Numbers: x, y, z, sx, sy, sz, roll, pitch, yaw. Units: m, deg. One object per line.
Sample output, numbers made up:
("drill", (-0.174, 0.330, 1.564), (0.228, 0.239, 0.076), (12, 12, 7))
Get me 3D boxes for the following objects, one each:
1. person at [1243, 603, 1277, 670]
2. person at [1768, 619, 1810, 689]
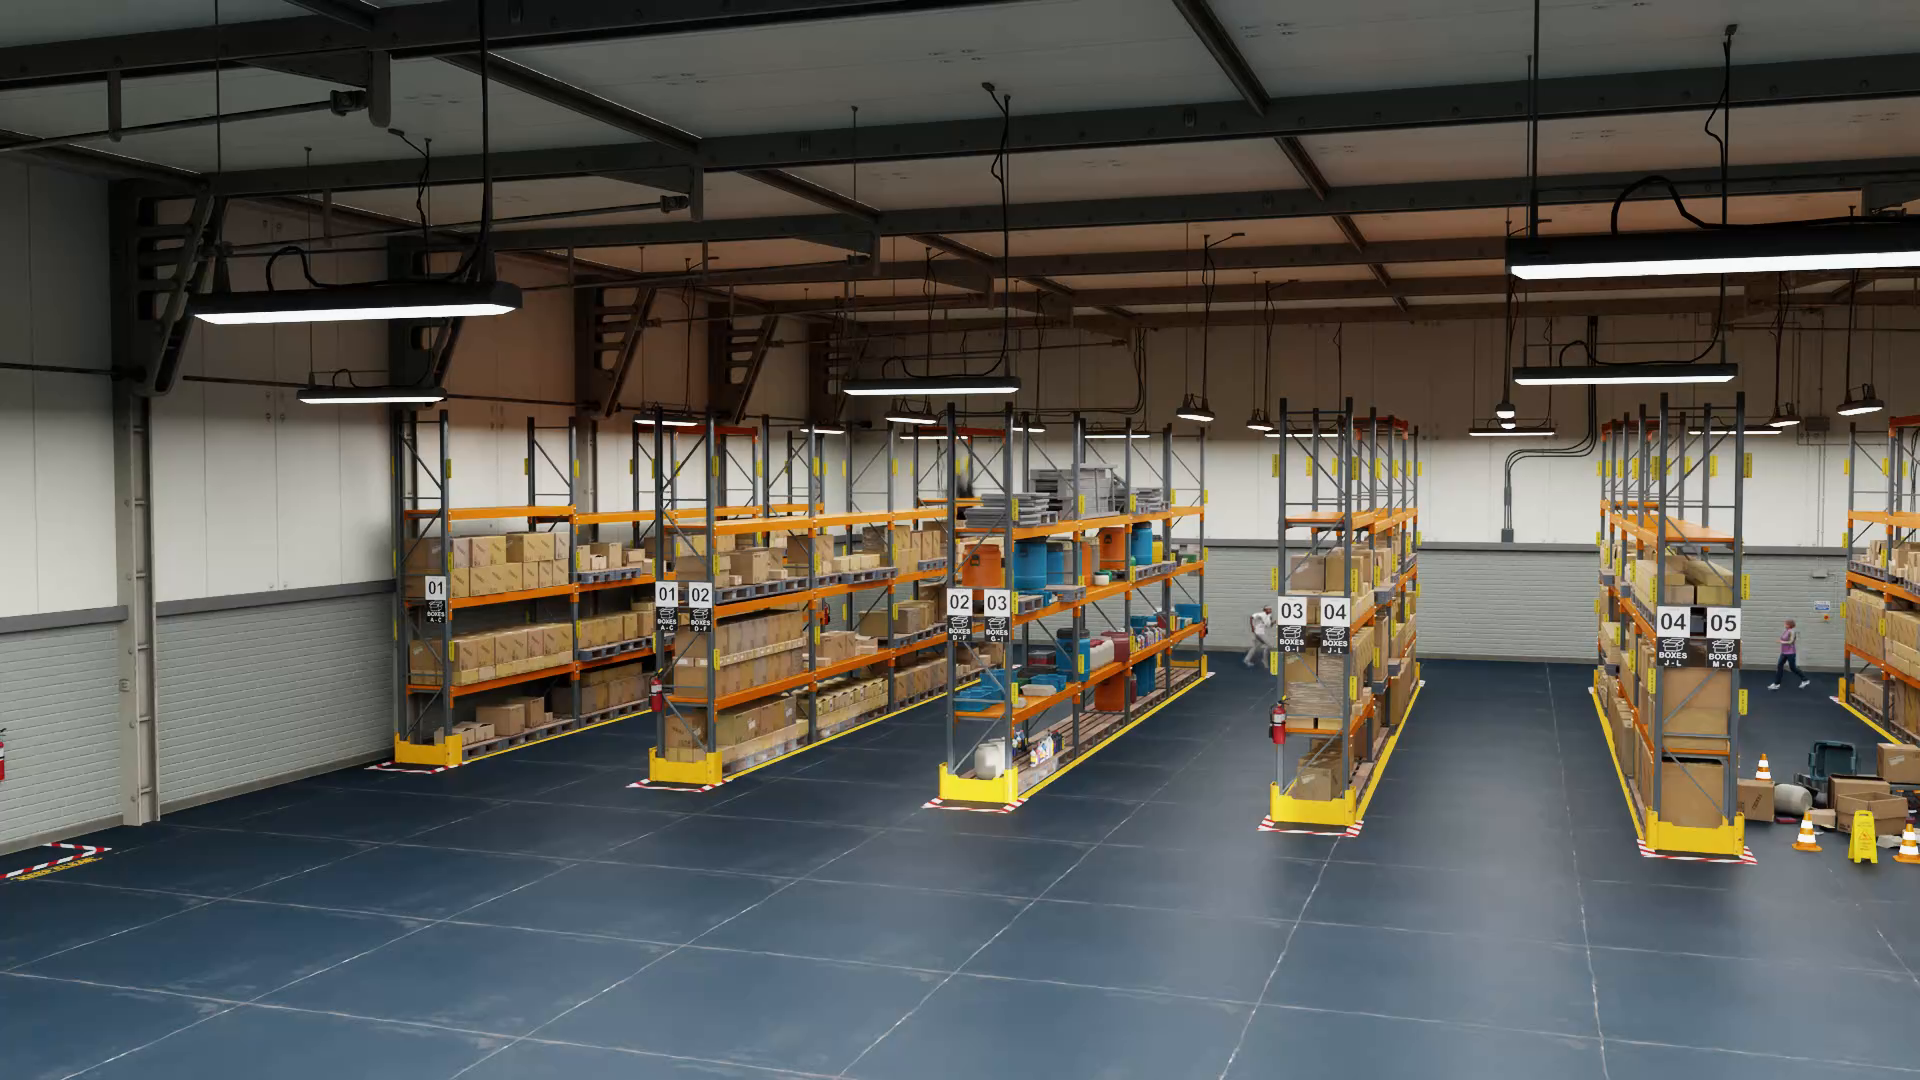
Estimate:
("person", (7.519, 2.397, 41.672), (0.906, 1.667, 0.569), (2, 3, 34))
("person", (18.689, 2.573, 37.474), (0.872, 1.599, 0.529), (0, 2, 4))
